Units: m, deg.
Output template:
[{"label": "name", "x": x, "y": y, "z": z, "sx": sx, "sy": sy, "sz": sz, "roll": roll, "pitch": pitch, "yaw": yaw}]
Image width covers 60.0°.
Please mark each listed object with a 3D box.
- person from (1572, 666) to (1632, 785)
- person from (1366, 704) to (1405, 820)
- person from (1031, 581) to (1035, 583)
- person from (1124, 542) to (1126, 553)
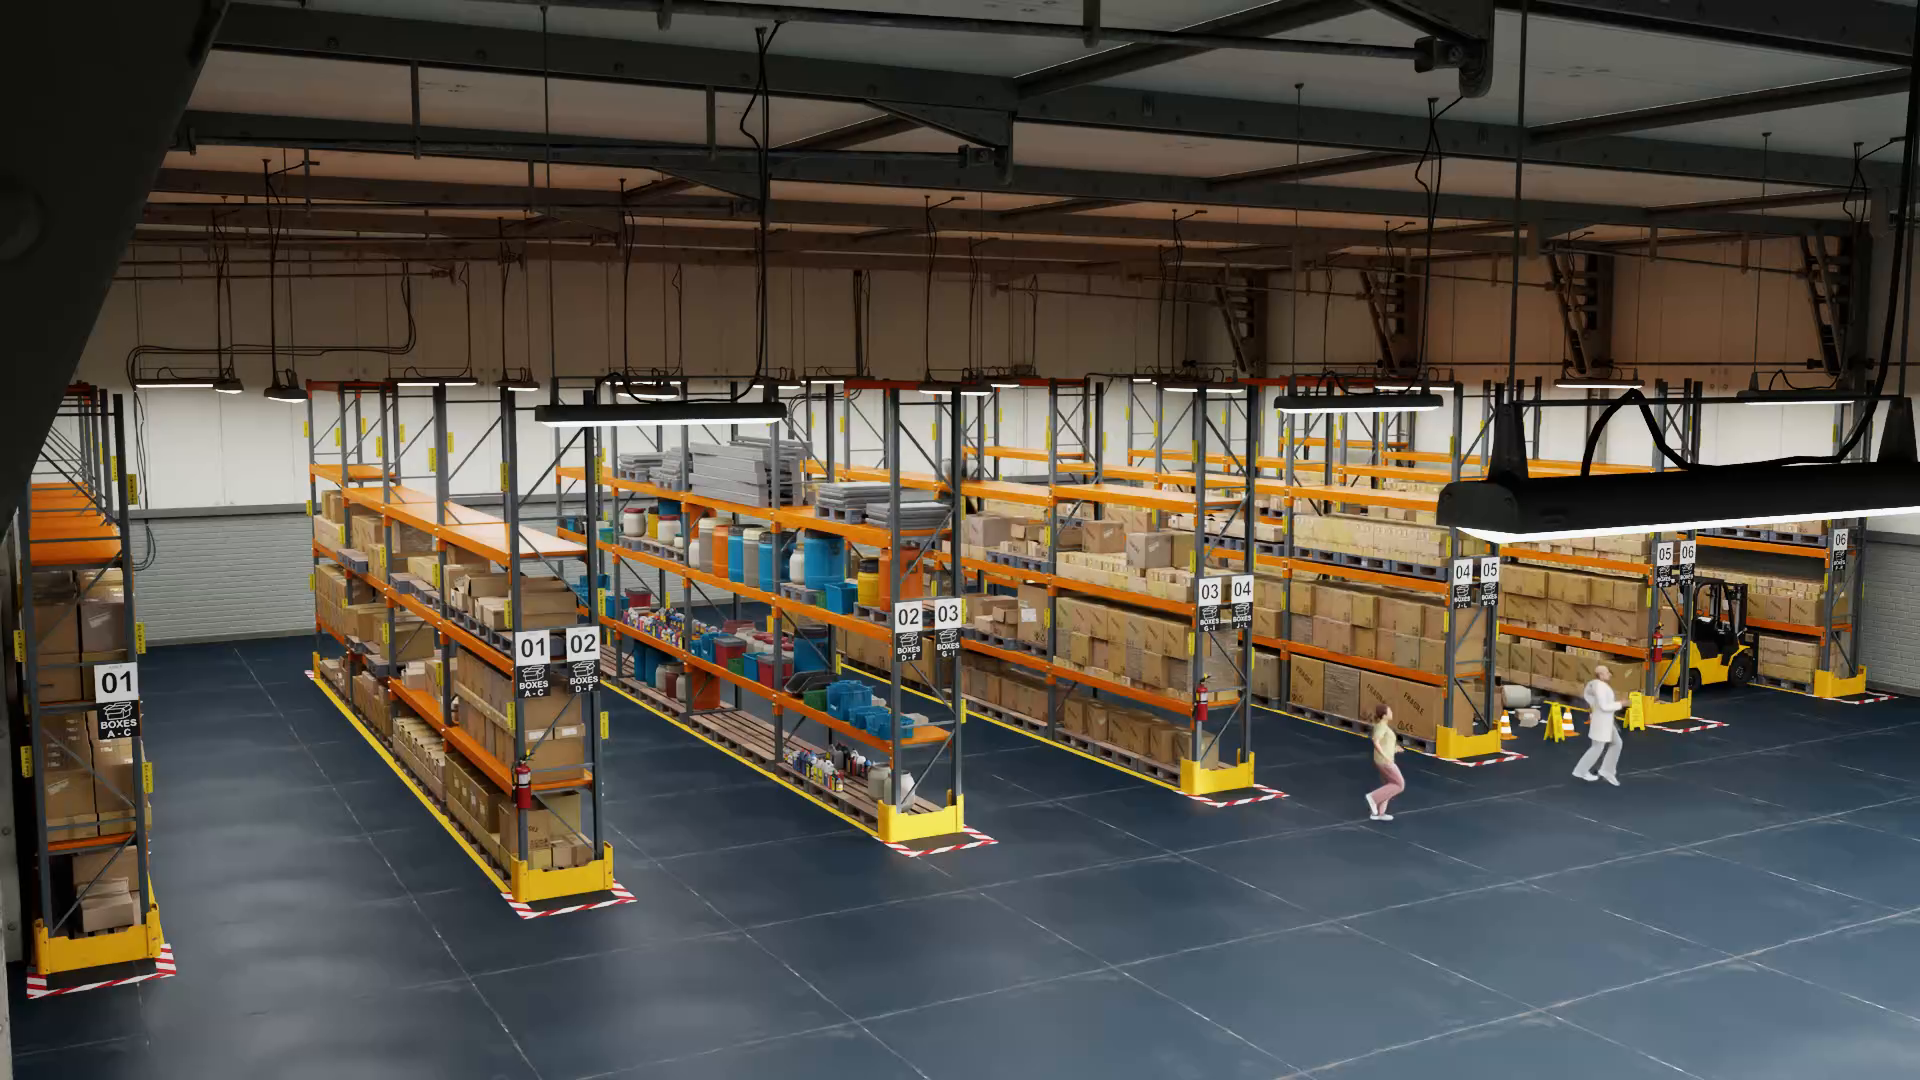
[{"label": "person", "x": 9.653, "y": 2.799, "z": 24.989, "sx": 0.793, "sy": 1.843, "sz": 0.685, "roll": 3, "pitch": 7, "yaw": 25}, {"label": "person", "x": 5.889, "y": 3.078, "z": 23.049, "sx": 0.548, "sy": 1.628, "sz": 0.577, "roll": 0, "pitch": 6, "yaw": 1}, {"label": "person", "x": 1.593, "y": 1.732, "z": 35.204, "sx": 0.656, "sy": 1.722, "sz": 0.607, "roll": -3, "pitch": 7, "yaw": -26}, {"label": "person", "x": 4.498, "y": 0.786, "z": 44.722, "sx": 0.548, "sy": 1.563, "sz": 0.767, "roll": -1, "pitch": 6, "yaw": -5}]
